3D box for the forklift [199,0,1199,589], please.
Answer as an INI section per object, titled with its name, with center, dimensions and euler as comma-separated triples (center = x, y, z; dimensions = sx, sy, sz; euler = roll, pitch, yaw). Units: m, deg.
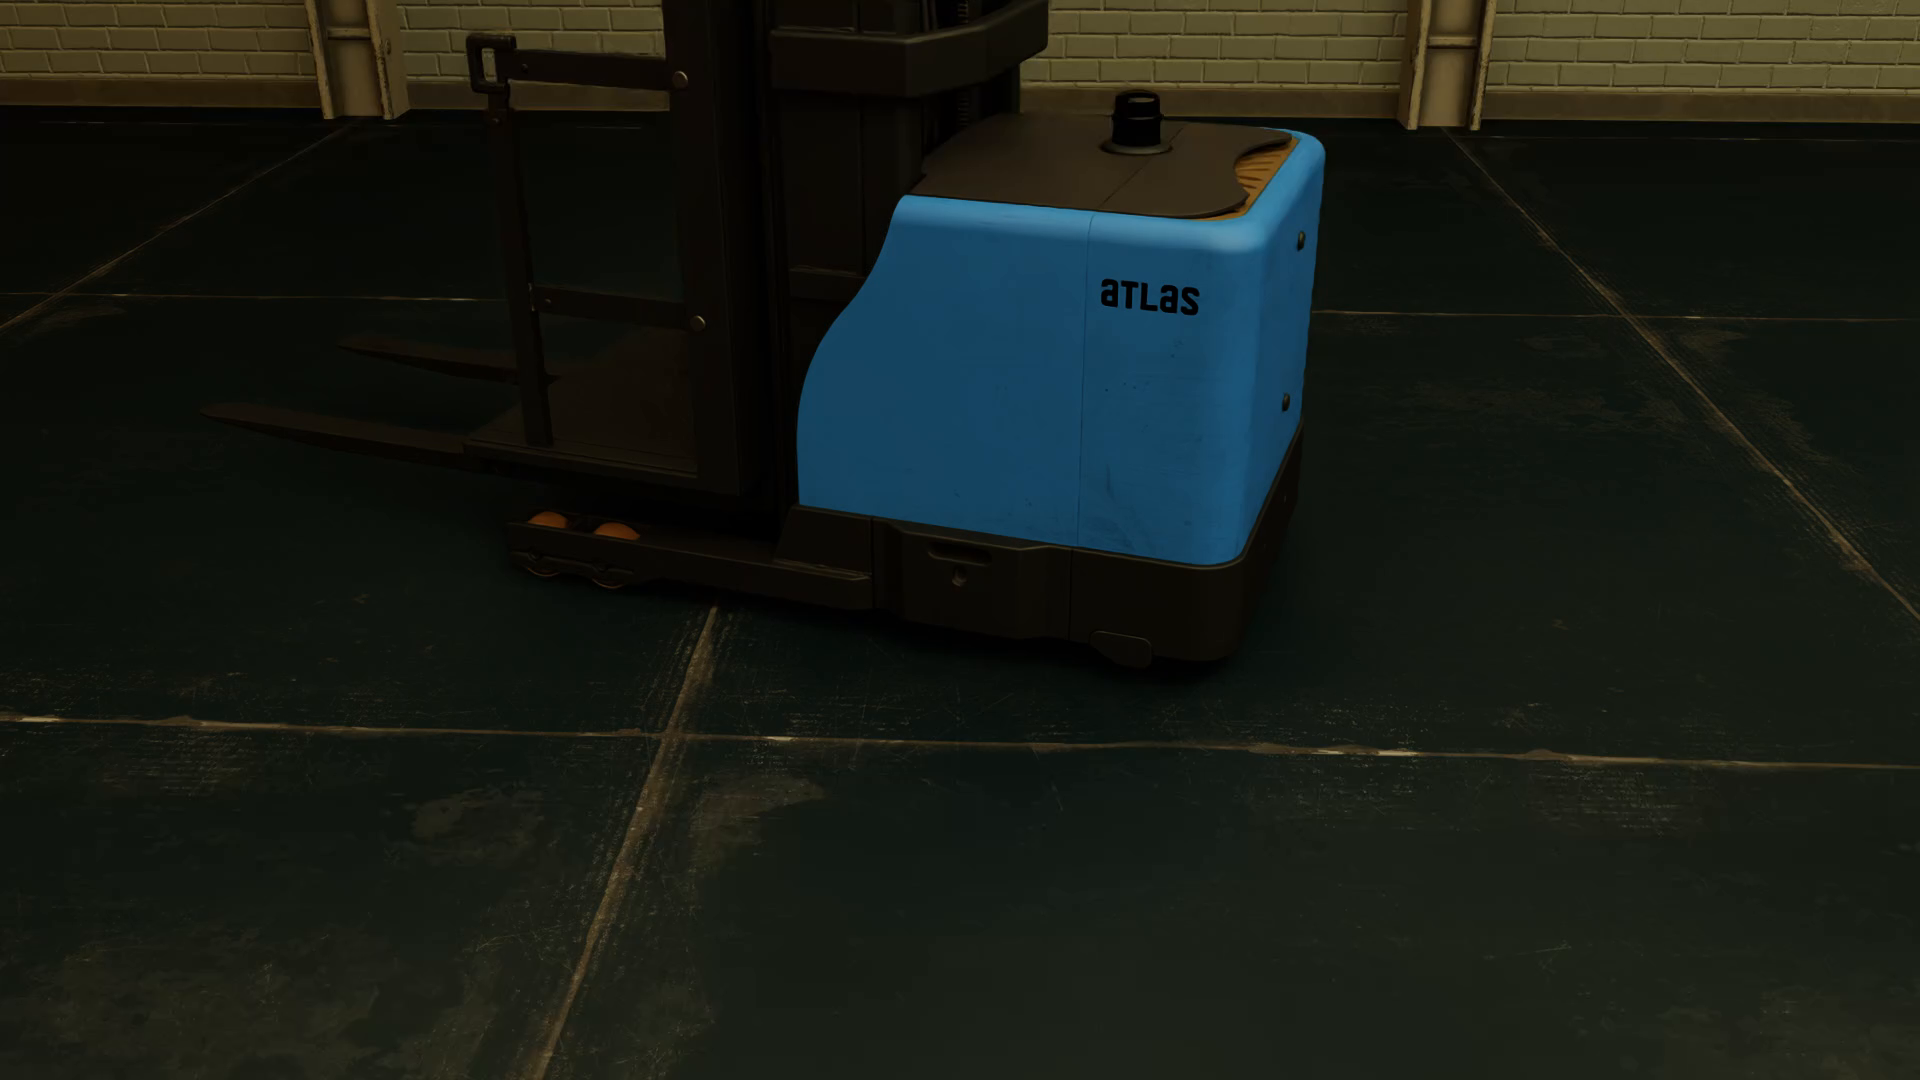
[forklift]
center = -0.644, -1.401, 4.048
dimensions = 3.031, 2.935, 1.121
euler = 9, 28, 17
